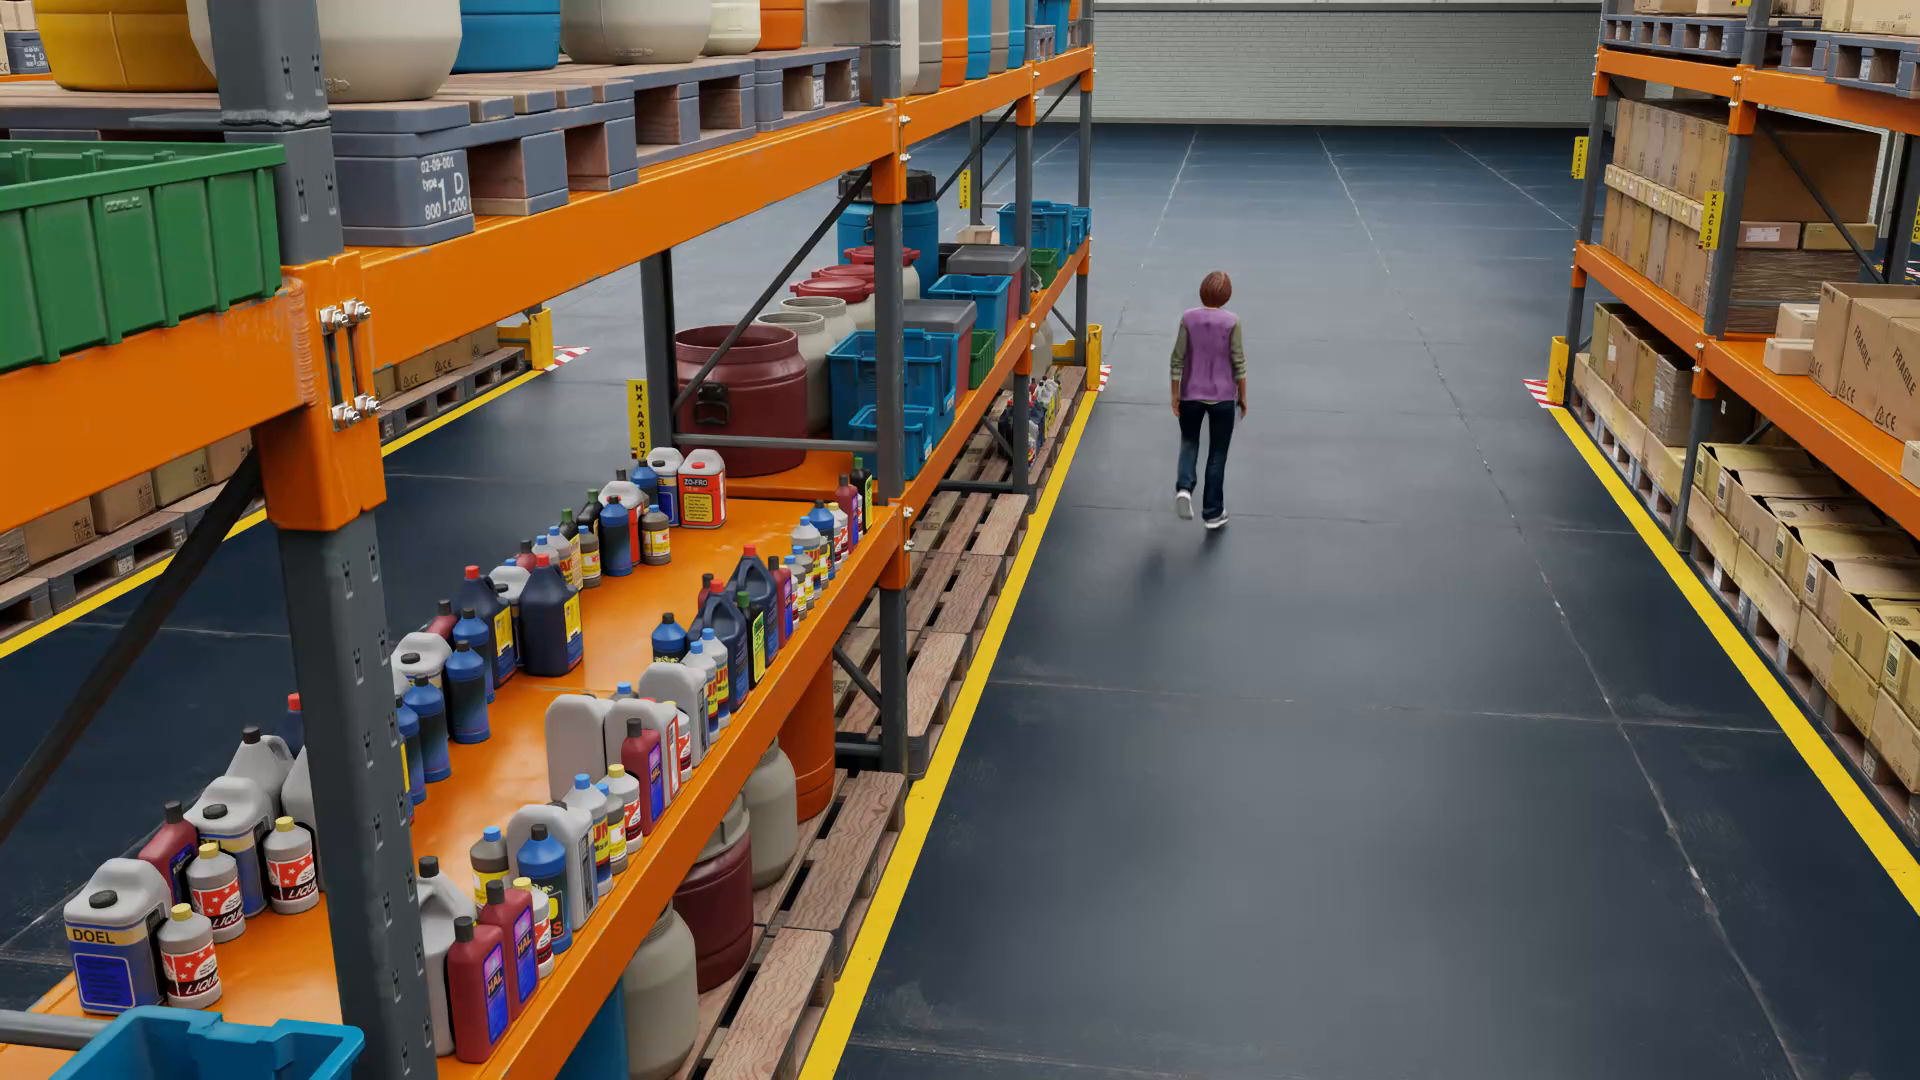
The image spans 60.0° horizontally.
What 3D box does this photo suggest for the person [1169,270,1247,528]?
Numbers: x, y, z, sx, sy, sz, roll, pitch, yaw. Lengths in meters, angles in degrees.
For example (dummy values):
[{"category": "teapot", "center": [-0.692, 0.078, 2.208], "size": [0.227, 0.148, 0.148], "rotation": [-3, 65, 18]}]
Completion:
[{"category": "person", "center": [1.513, -0.856, 10.226], "size": [0.459, 1.583, 0.443], "rotation": [7, 19, 20]}]
